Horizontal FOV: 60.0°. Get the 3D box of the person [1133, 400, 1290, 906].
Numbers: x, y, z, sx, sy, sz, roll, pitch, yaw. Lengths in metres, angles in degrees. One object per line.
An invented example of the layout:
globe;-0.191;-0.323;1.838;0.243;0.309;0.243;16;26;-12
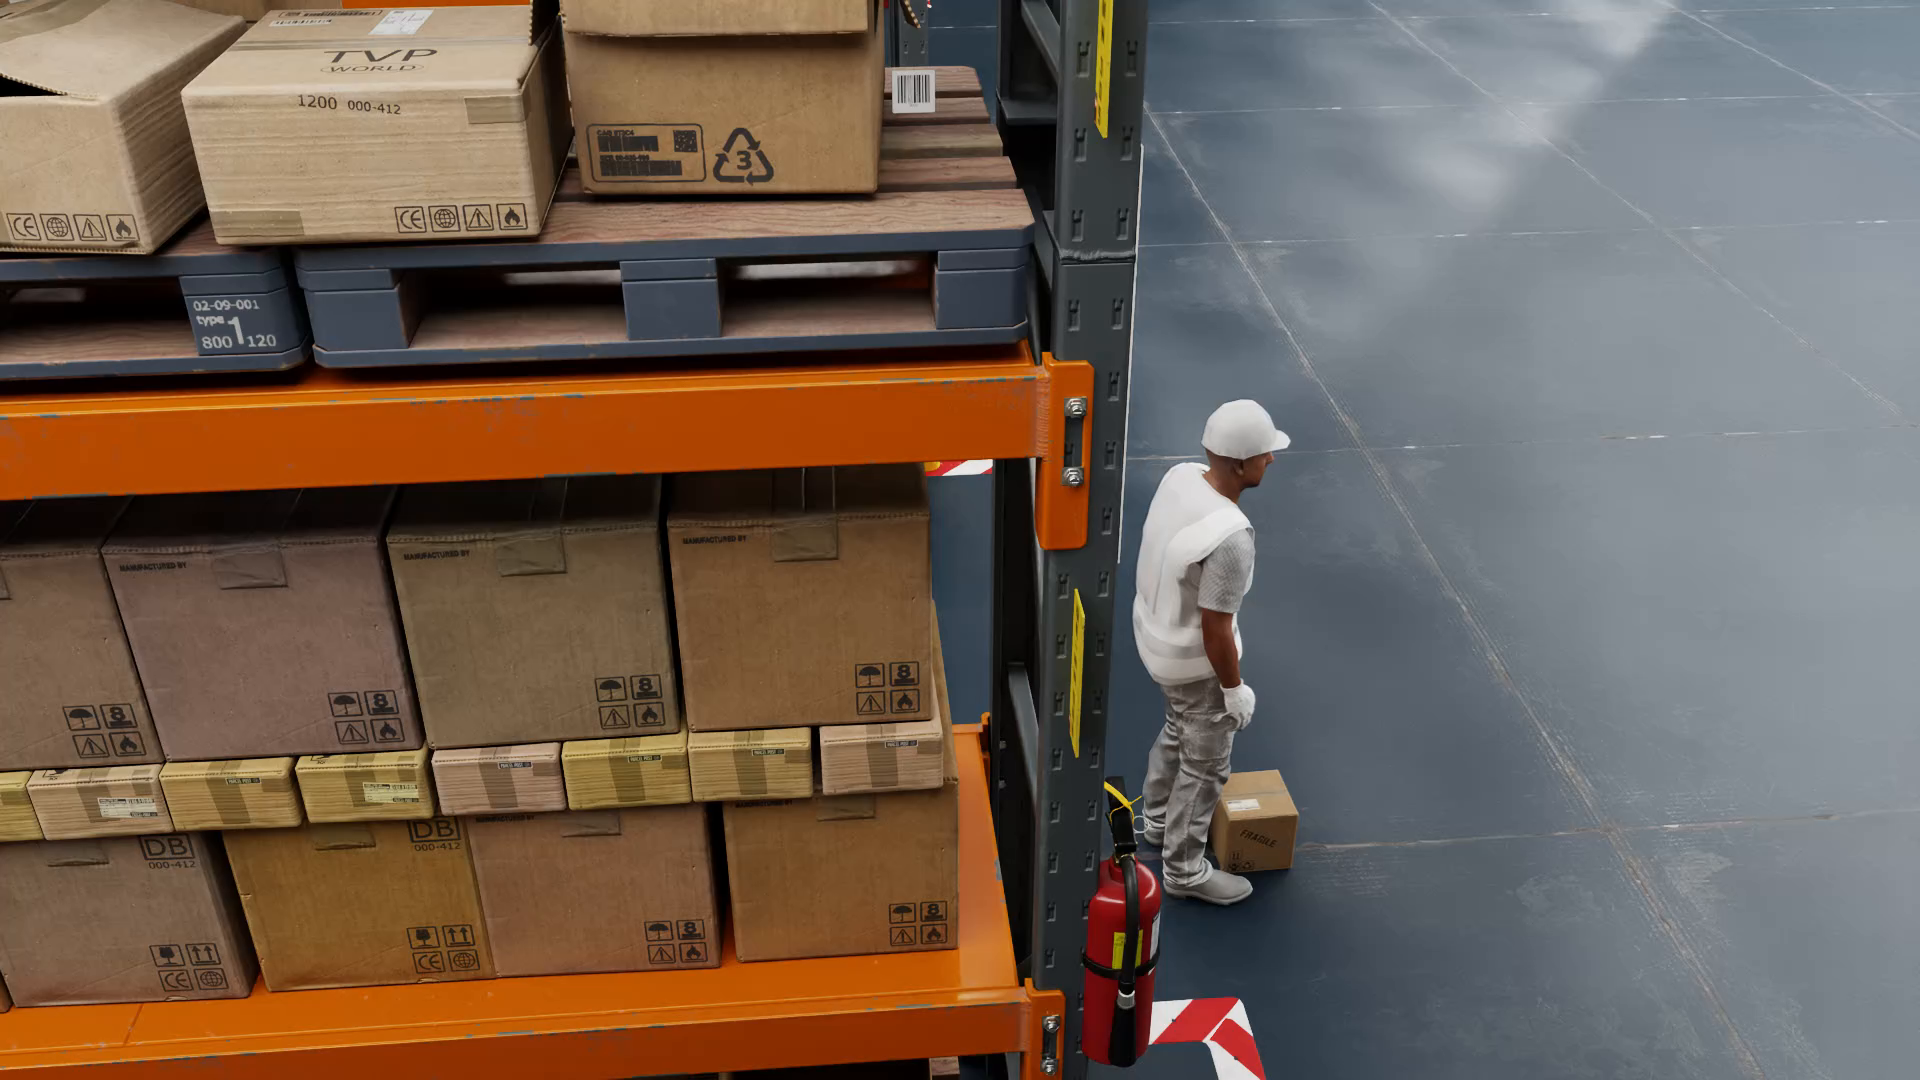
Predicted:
person;0.807;0.360;5.517;0.444;1.776;0.632;-4;31;-7
